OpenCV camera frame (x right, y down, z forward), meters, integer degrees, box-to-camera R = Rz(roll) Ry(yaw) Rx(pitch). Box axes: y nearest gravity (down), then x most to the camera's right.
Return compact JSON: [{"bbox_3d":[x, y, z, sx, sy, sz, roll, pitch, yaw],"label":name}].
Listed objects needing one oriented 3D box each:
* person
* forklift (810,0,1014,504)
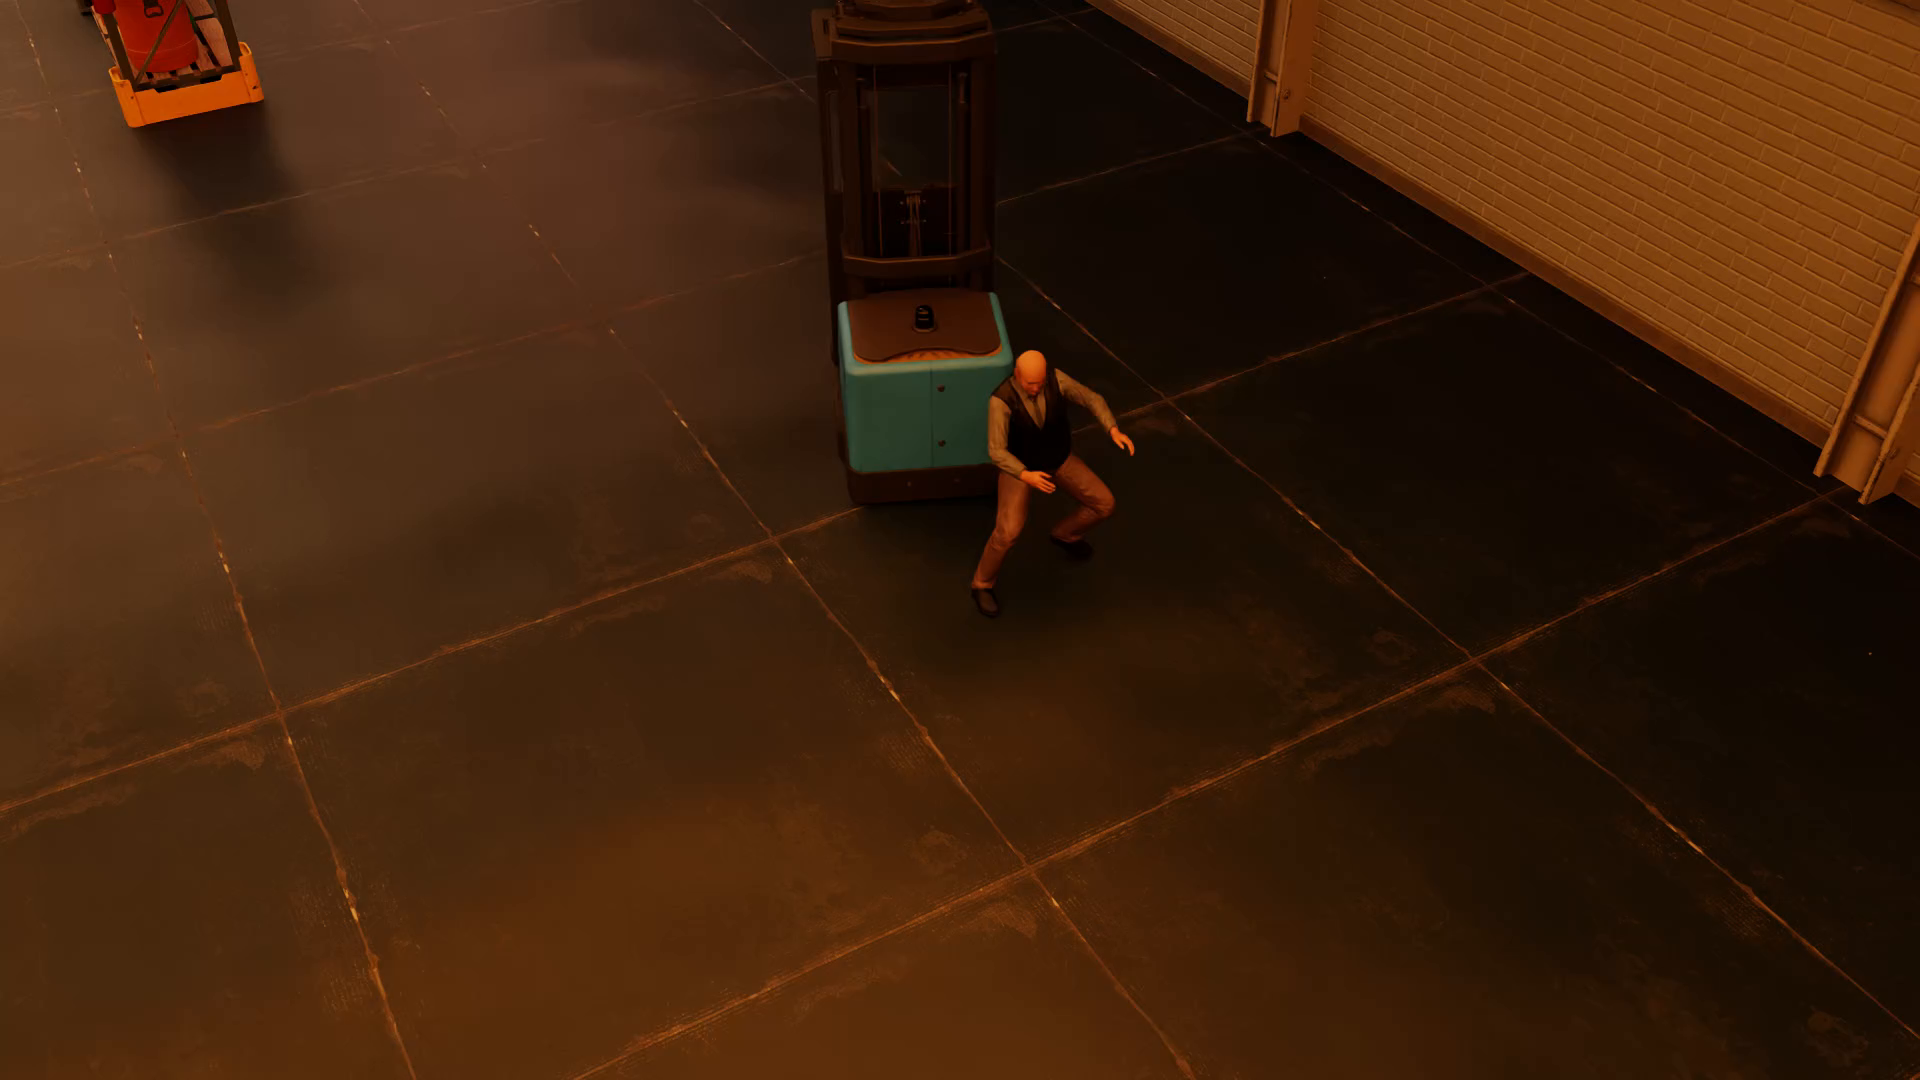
[{"bbox_3d":[0.475,-0.403,9.628,0.946,1.526,0.720,-13,41,-15],"label":"person"},{"bbox_3d":[-0.350,-2.293,10.801,1.130,2.935,3.031,-4,40,-5],"label":"forklift"}]
